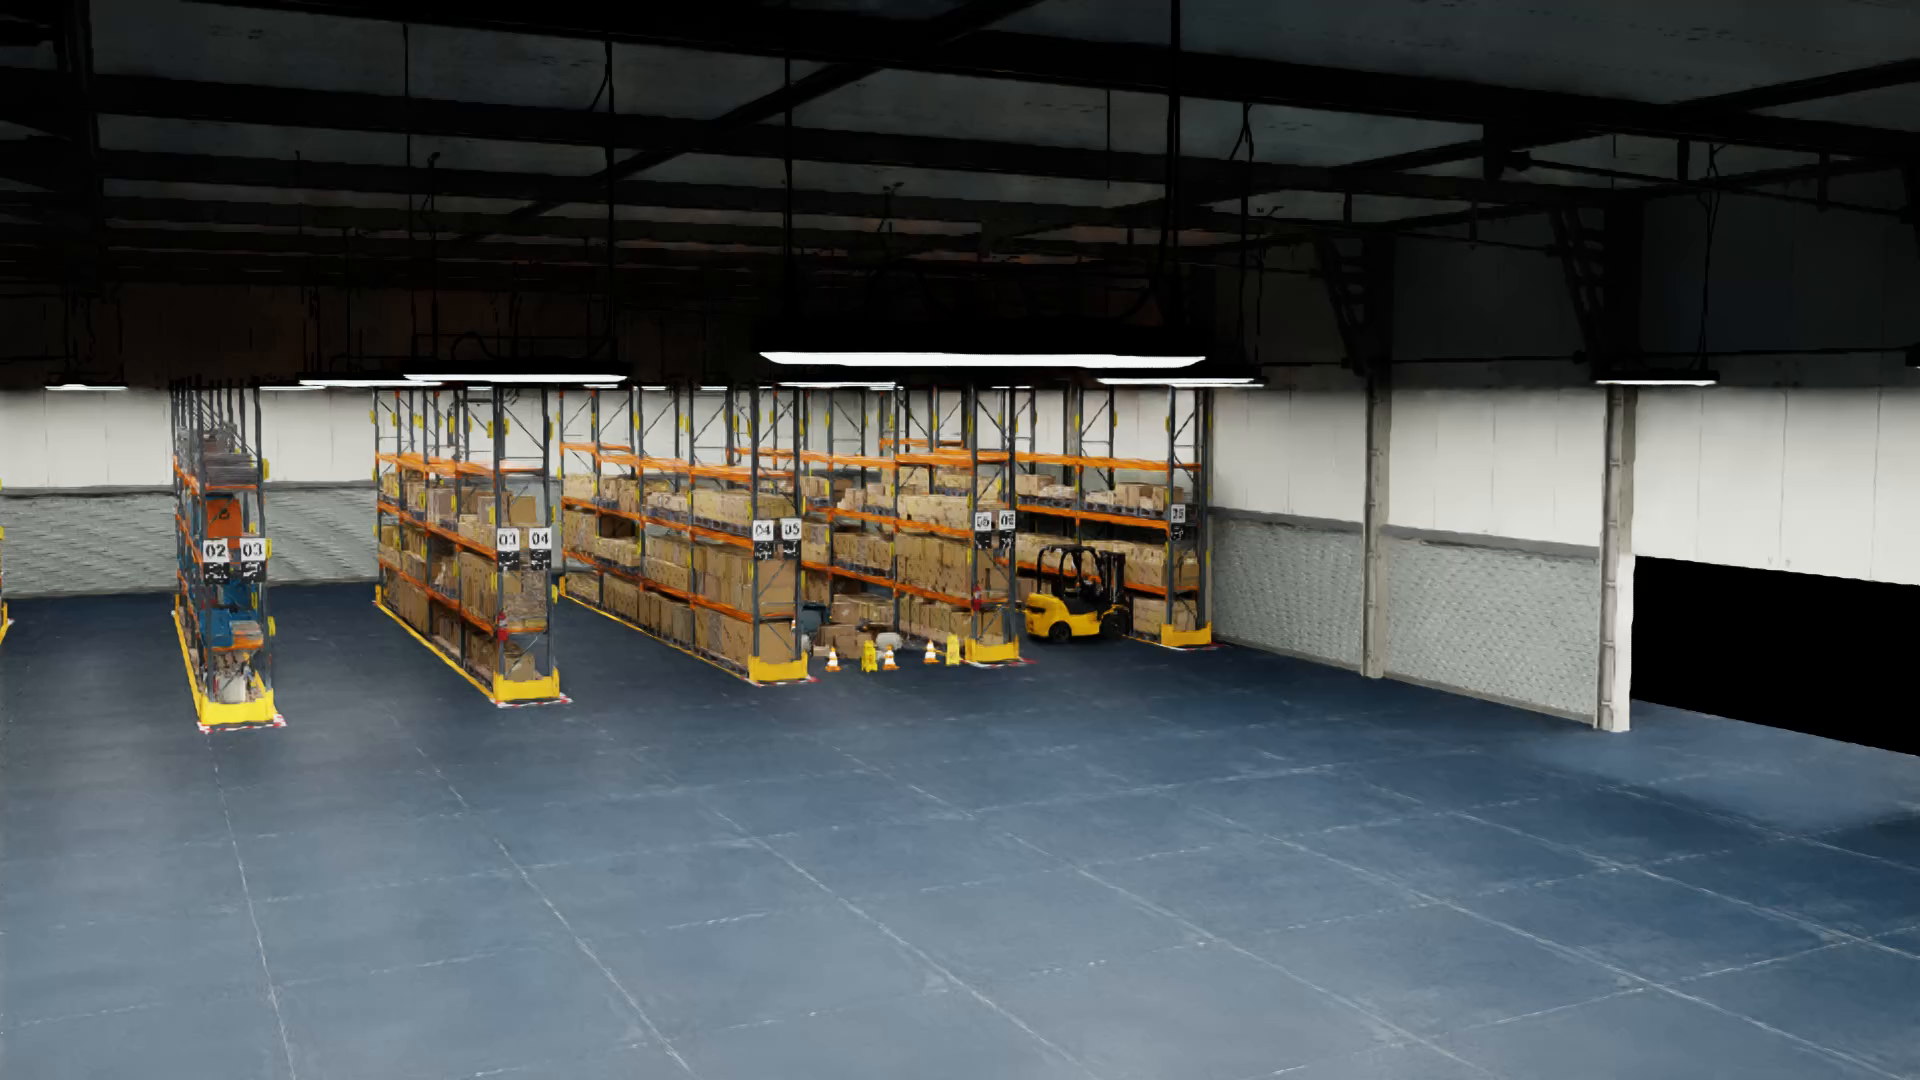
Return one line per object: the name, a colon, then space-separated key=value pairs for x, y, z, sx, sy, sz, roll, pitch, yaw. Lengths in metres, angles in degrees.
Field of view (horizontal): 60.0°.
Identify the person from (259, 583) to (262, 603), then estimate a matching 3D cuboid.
person: x=-19.105 y=0.862 z=45.091 sx=0.542 sy=1.675 sz=1.126 roll=-2 pitch=6 yaw=-24
